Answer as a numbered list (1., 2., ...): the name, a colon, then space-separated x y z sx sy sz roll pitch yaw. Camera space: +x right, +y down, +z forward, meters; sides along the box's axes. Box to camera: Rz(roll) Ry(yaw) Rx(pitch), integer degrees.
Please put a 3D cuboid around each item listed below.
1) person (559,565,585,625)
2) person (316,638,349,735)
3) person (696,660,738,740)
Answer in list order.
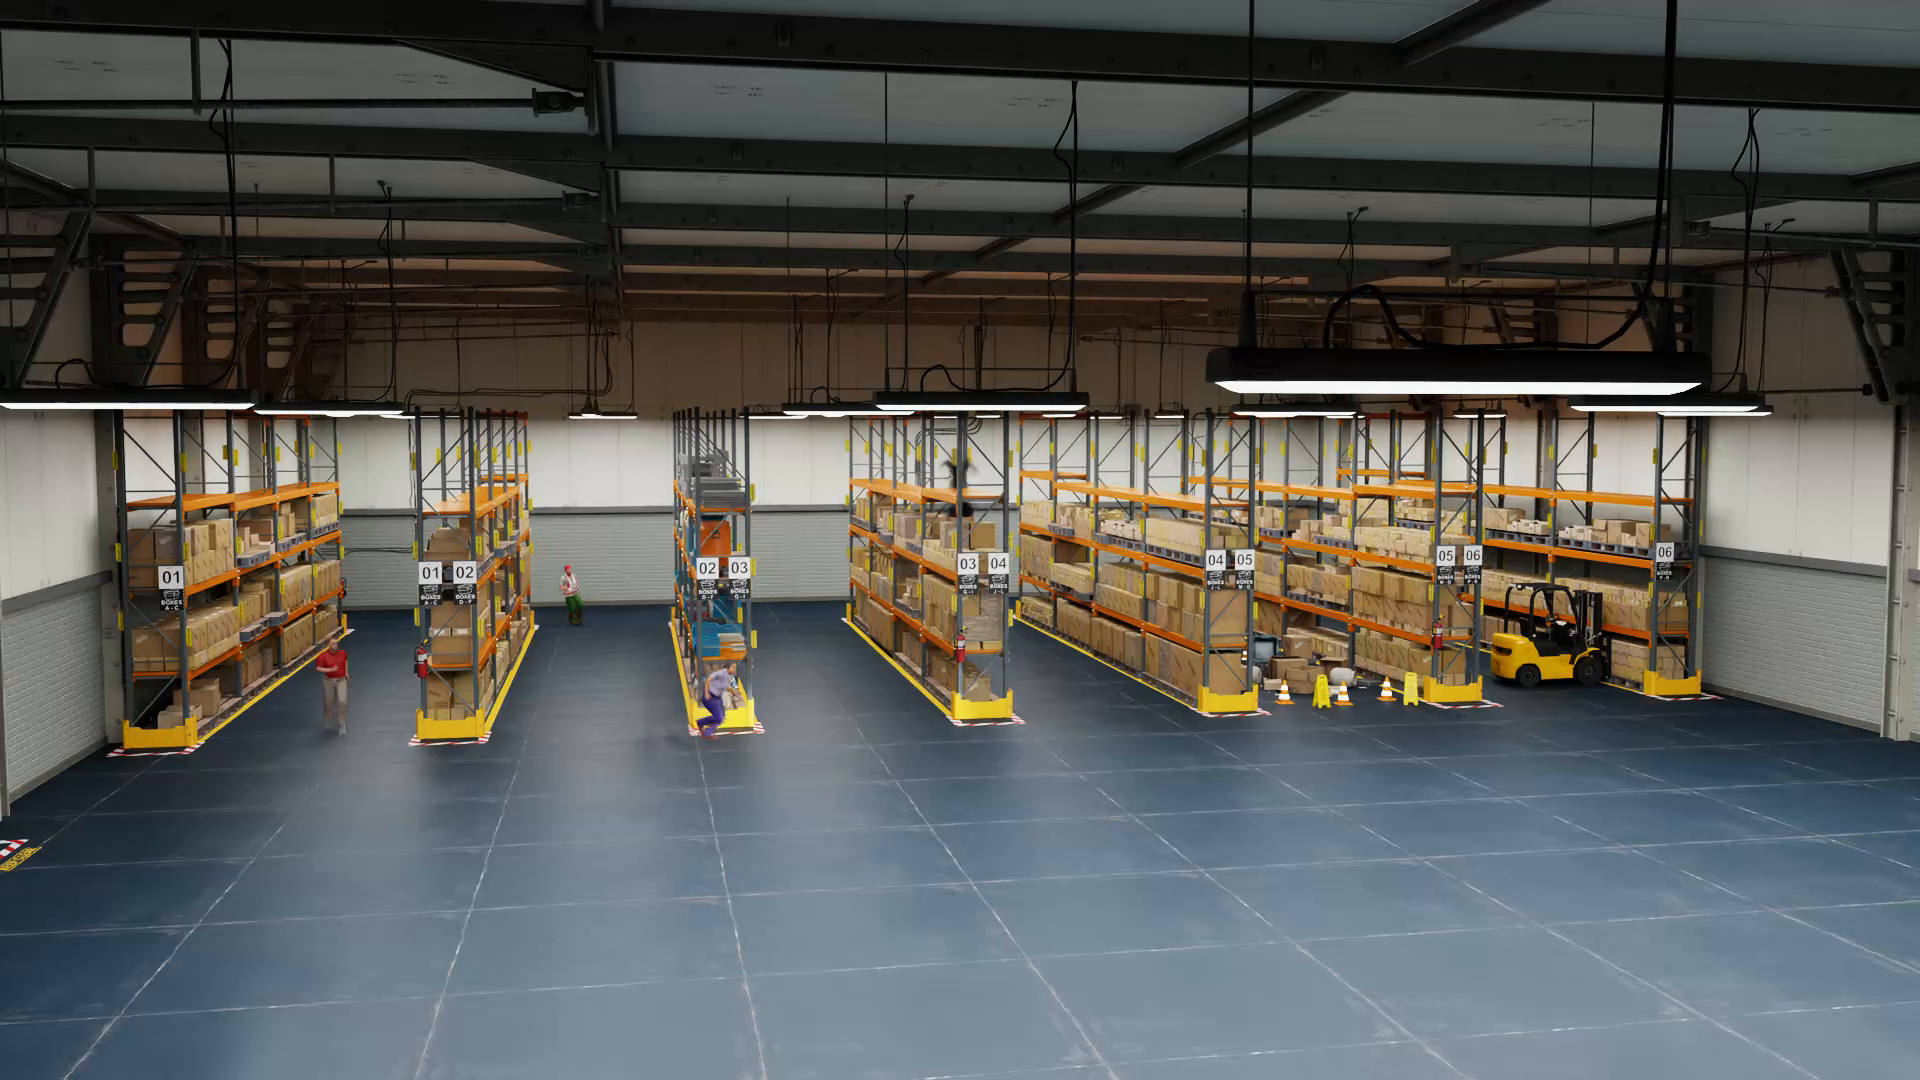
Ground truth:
1. person: -10.893 1.562 46.670 0.723 1.759 0.814 4 5 41
2. person: -11.543 2.684 30.625 0.613 1.790 0.890 -2 5 -30
3. person: -4.372 2.880 29.807 0.773 1.472 0.634 1 4 15
